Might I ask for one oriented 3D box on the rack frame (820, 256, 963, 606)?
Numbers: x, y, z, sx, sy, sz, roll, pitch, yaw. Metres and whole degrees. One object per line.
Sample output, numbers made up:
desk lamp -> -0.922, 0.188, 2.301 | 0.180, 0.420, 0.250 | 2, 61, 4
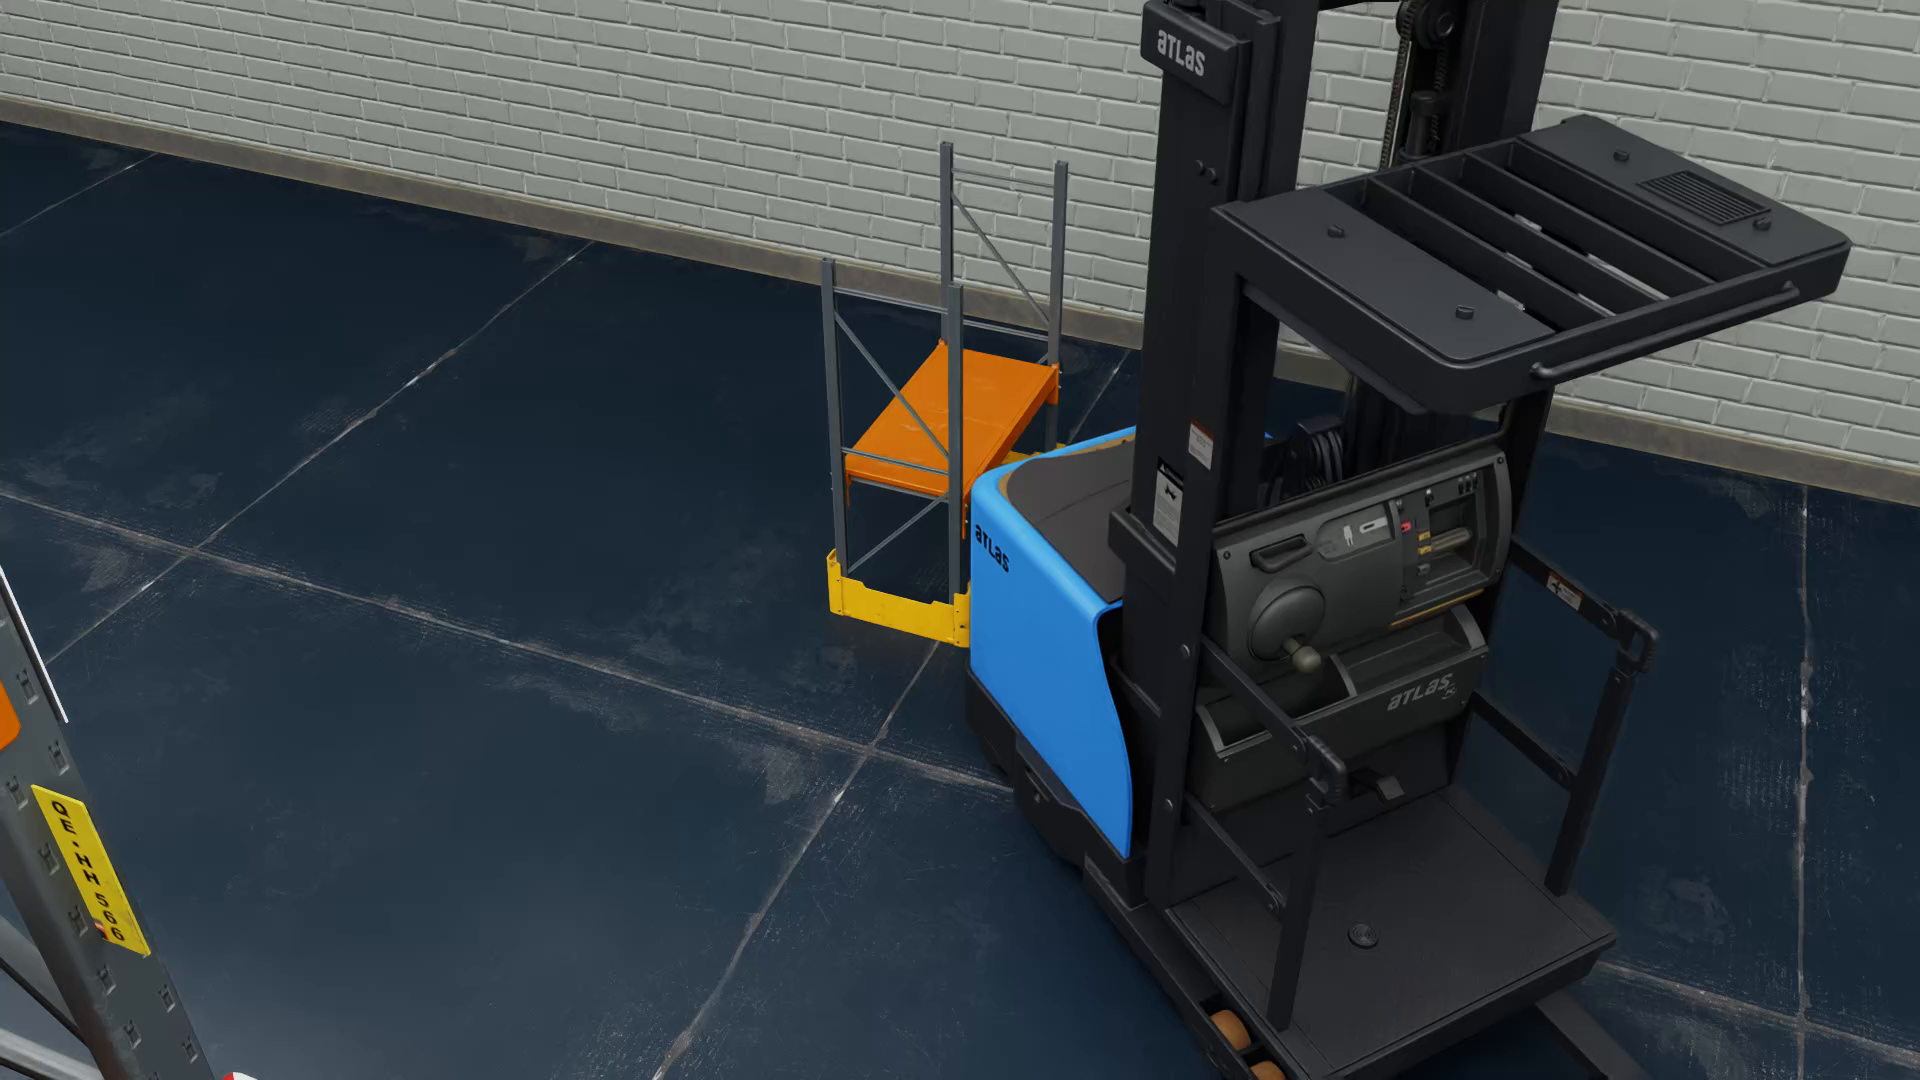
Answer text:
rack frame -> -0.226, -0.272, 5.861 | 0.500, 1.500, 0.032 | 14, 39, 18

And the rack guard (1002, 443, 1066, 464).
rack guard -> 0.160, -0.334, 6.988 | 0.587, 0.250, 0.087 | 14, 39, 18

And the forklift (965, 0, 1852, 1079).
forklift -> 1.155, 0.122, 4.138 | 1.130, 2.935, 3.031 | -18, 40, -22

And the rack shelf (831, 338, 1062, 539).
rack shelf -> -0.032, -0.409, 6.345 | 0.538, 0.185, 1.000 | 14, 39, 18

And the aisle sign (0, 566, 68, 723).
aisle sign -> -1.461, -0.099, 2.206 | 0.394, 0.787, 0.004 | 14, 39, 18

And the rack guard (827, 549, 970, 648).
rack guard -> -0.219, 0.218, 6.250 | 0.587, 0.250, 0.087 | 14, 39, 18

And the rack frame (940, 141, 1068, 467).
rack frame -> 0.161, -0.835, 6.614 | 0.500, 1.500, 0.032 | 14, 39, 18

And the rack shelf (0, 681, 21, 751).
rack shelf -> -2.527, 1.108, 0.858 | 1.077, 0.370, 4.000 | 14, 39, 18

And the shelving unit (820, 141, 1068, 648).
shelving unit -> -0.029, -0.559, 6.245 | 0.587, 1.500, 1.083 | 14, 39, 18

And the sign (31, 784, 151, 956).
sign -> -1.269, 0.486, 2.429 | 0.100, 0.325, 0.005 | 14, 39, 18
